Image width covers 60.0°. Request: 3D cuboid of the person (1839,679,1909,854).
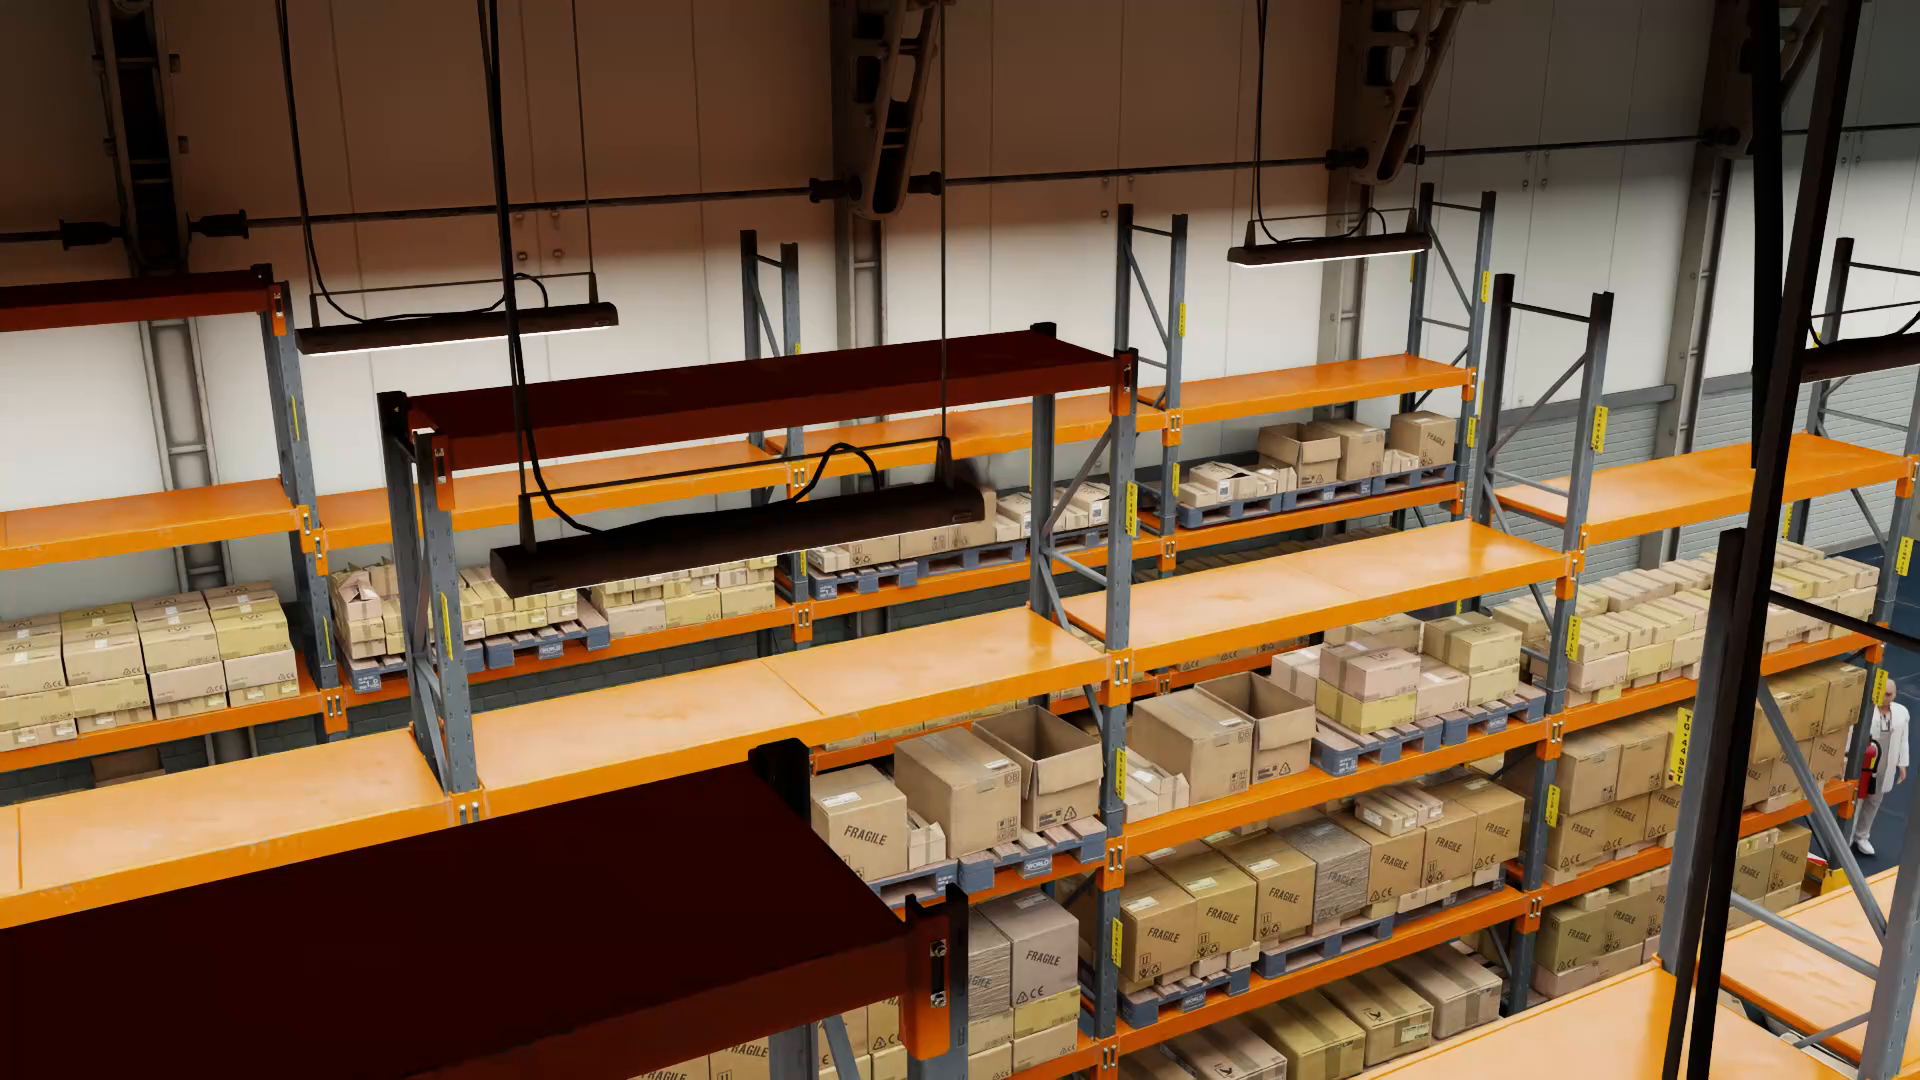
[{"bbox_3d":[8.800,2.196,15.991,0.621,1.796,0.533,0,18,0],"label":"person"}]
